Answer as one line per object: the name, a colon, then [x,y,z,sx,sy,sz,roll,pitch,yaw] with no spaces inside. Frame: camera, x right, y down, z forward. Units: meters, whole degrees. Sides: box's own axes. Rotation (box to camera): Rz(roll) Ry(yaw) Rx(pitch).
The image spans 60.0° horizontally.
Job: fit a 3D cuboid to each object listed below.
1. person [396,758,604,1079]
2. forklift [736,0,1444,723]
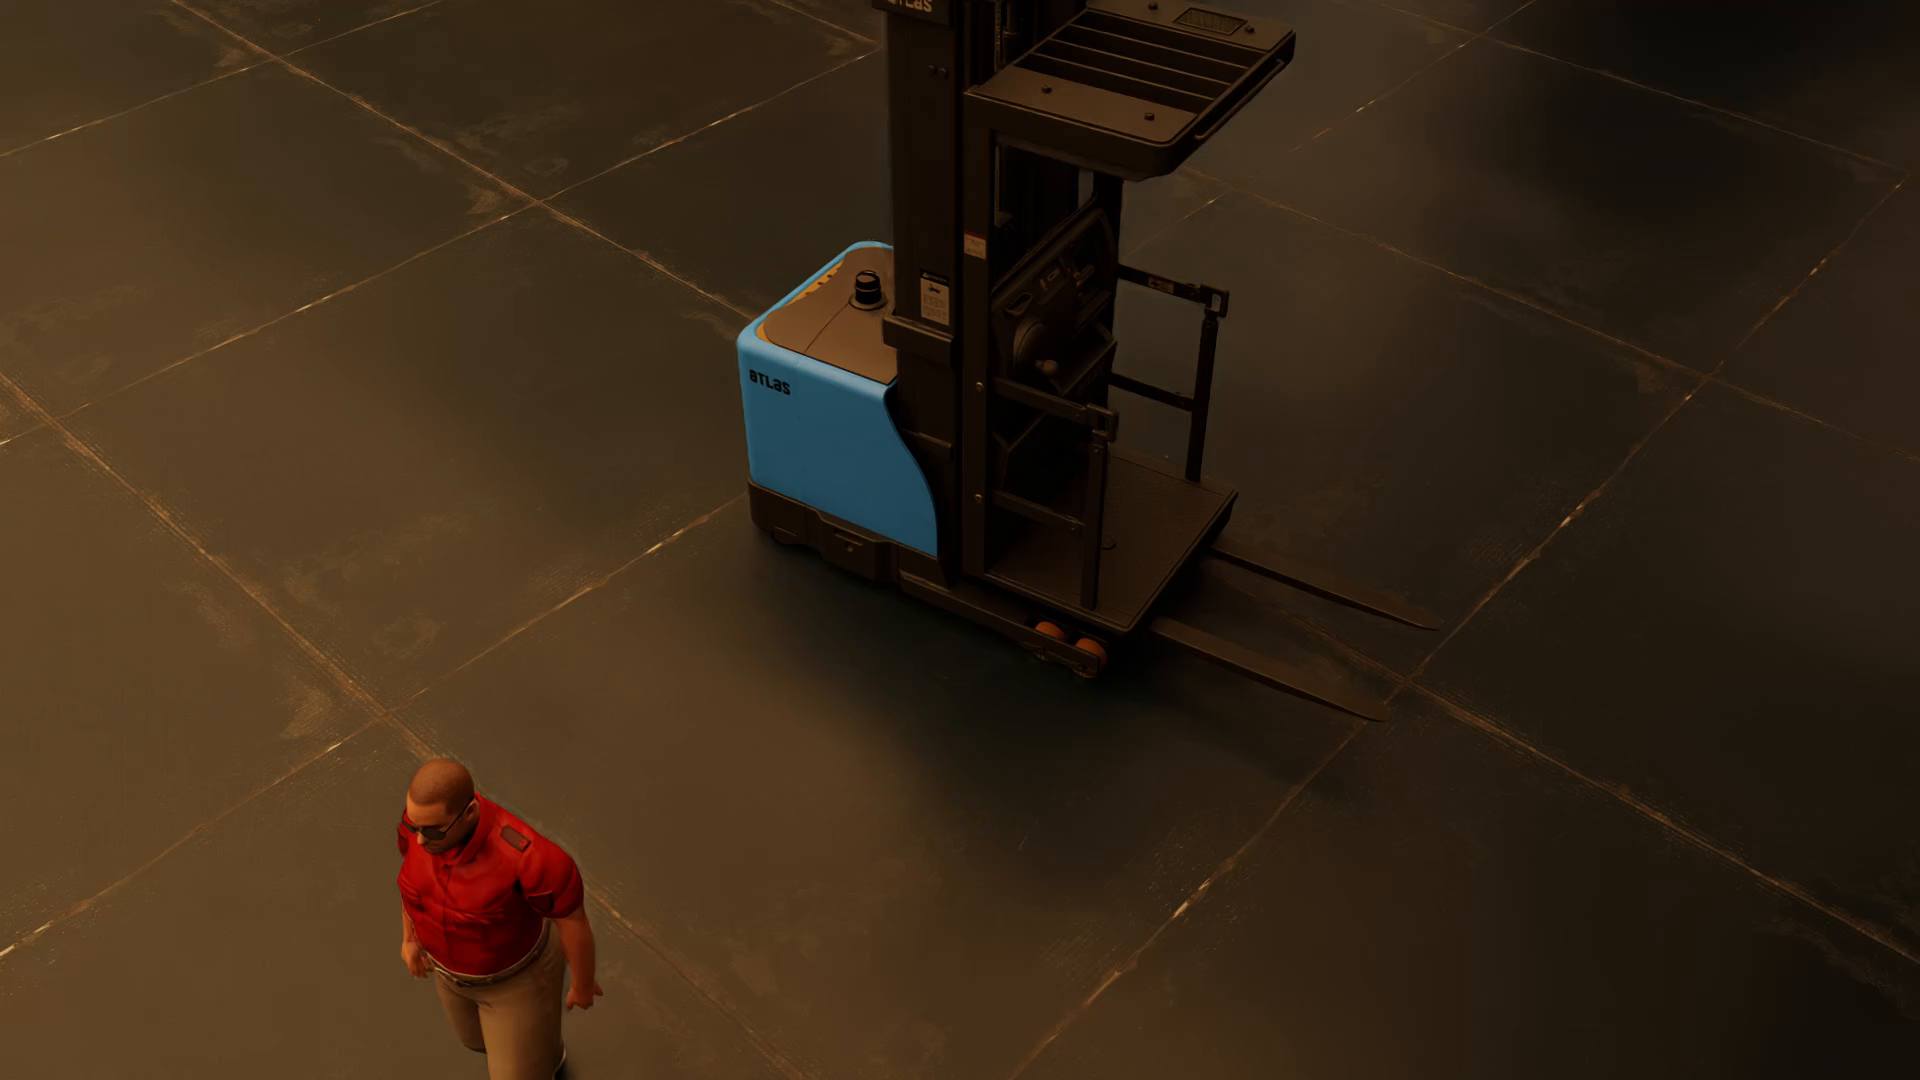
person: [-1.387,1.291,4.926,0.636,1.787,0.504,18,44,20]
forklift: [0.556,-0.930,6.513,3.031,2.935,1.130,22,45,23]
